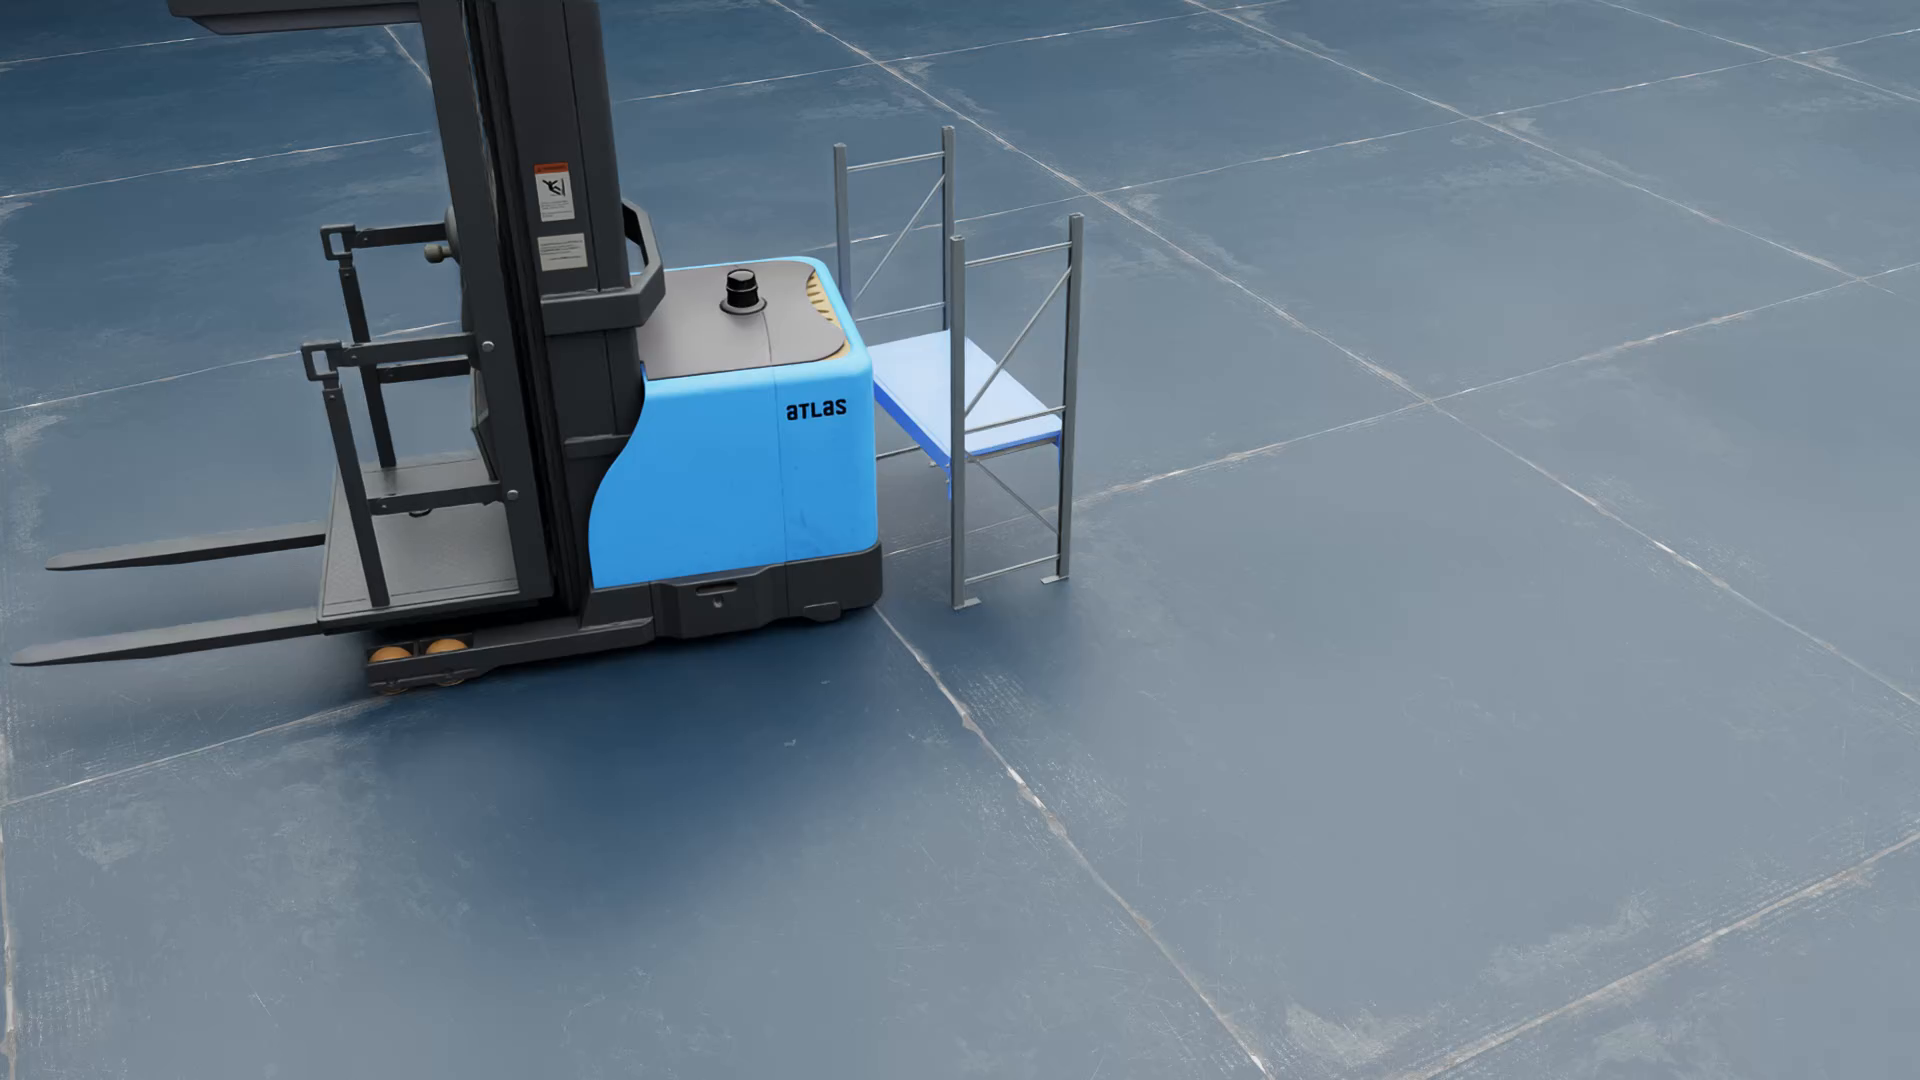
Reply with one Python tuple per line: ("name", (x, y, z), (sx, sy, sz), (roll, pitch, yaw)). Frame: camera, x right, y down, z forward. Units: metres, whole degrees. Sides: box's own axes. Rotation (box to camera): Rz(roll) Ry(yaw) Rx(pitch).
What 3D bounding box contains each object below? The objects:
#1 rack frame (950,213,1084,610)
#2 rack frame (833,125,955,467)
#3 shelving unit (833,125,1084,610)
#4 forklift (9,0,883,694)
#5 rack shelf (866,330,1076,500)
("rack frame", (0.197, -0.430, 6.031), (0.500, 1.500, 0.032), (-15, 36, -22))
("rack frame", (-0.252, -0.922, 6.799), (0.500, 1.500, 0.032), (-15, 36, -22))
("shelving unit", (-0.028, -0.676, 6.415), (0.538, 1.500, 1.048), (-15, 36, -22))
("forklift", (-1.866, -1.004, 5.600), (3.031, 2.935, 1.130), (-8, 34, -12))
("rack shelf", (-0.028, -0.525, 6.512), (0.538, 0.185, 1.000), (-15, 36, -22))
